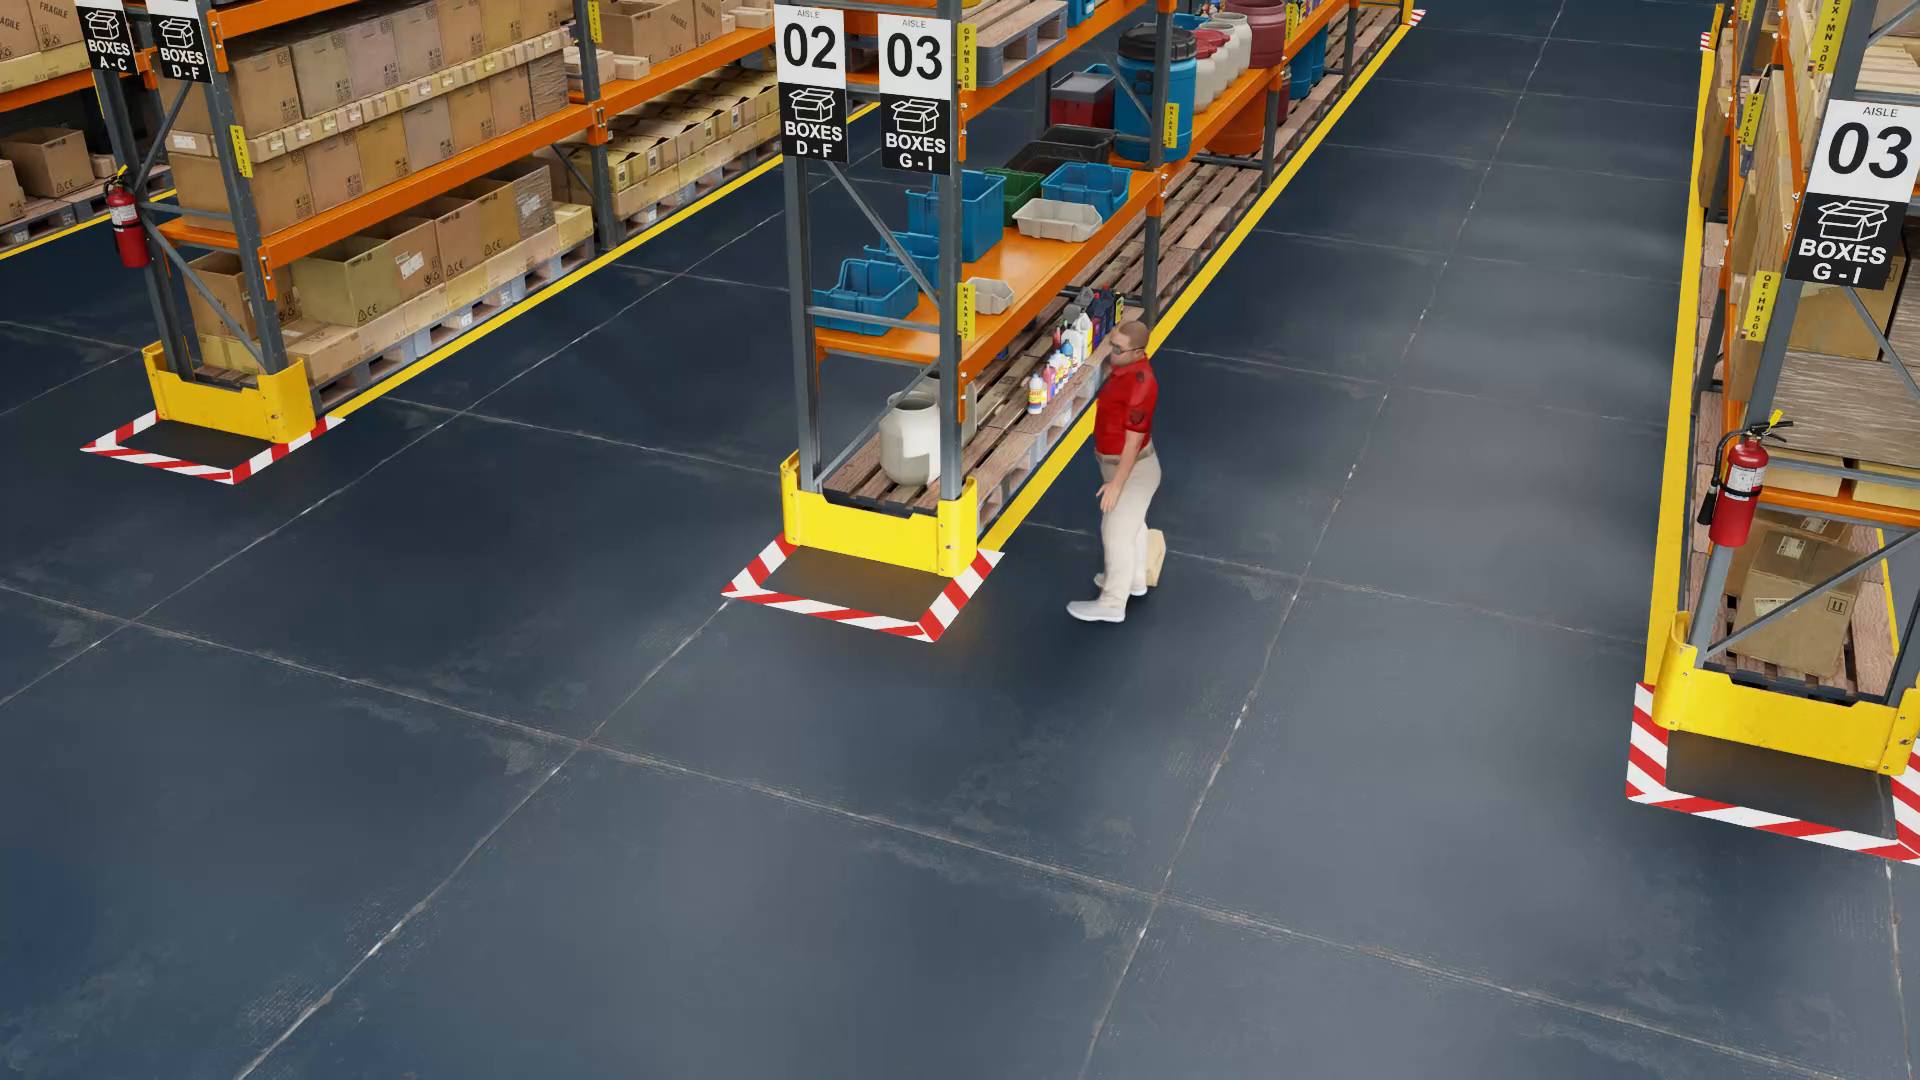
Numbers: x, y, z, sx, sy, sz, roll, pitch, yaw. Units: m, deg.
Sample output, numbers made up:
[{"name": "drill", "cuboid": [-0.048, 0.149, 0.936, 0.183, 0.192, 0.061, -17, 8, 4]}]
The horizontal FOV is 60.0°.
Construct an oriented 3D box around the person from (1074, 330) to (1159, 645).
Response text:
[{"name": "person", "cuboid": [0.858, -0.323, 8.963, 0.521, 1.718, 0.630, -11, 31, -18]}]
